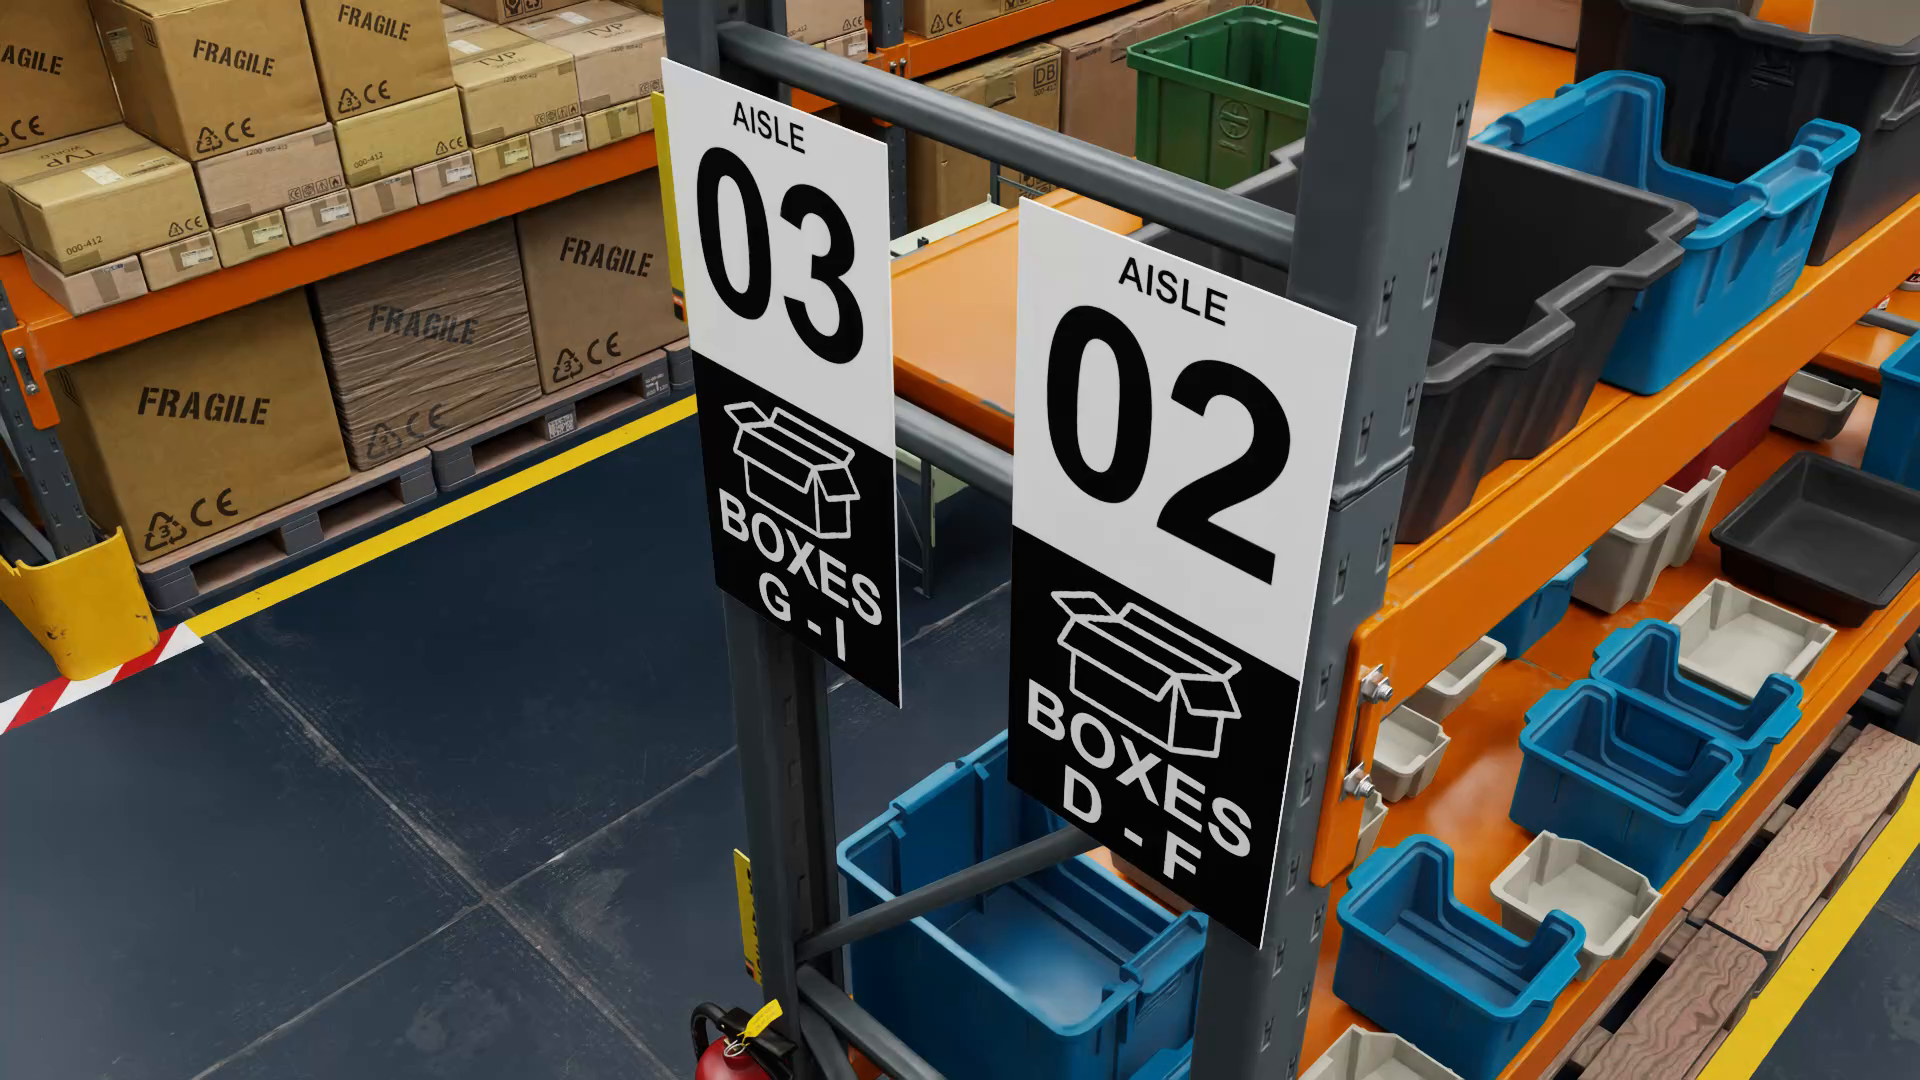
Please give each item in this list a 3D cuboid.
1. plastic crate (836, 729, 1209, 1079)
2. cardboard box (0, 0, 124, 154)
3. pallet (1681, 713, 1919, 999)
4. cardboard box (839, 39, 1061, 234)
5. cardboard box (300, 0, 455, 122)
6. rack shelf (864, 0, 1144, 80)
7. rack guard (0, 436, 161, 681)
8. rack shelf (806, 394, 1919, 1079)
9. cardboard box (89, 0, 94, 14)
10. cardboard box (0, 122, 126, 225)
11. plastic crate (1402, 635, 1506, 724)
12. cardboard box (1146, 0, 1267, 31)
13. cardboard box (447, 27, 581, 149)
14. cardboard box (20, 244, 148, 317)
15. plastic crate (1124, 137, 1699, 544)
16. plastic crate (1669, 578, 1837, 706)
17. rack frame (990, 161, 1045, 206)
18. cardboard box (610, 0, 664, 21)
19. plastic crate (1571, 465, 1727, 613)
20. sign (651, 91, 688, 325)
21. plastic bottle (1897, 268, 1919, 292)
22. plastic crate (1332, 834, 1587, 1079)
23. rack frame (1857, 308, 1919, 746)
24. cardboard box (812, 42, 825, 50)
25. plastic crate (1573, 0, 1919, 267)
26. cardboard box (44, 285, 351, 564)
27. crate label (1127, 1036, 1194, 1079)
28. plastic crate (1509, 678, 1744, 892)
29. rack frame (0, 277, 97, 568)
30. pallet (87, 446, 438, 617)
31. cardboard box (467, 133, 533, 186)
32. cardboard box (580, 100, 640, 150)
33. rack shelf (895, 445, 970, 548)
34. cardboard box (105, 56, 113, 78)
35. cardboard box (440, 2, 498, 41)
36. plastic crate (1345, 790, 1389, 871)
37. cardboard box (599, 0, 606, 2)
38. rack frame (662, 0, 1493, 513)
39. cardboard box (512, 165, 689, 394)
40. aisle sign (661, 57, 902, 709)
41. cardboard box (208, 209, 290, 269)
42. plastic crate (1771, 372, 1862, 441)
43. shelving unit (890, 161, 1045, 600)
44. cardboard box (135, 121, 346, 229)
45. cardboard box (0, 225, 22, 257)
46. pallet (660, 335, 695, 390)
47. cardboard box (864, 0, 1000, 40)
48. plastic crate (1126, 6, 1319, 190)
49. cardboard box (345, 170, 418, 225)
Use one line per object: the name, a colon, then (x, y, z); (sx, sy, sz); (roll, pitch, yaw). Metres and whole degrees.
plastic crate: (0.143, 0.727, 3.001); (0.616, 0.435, 0.499); (30, 45, 35)
cardboard box: (-3.318, -1.690, 5.767); (0.500, 0.500, 0.500); (-29, 44, -35)
pallet: (2.368, 0.812, 5.401); (1.003, 0.211, 1.213); (30, 45, 35)
cardboard box: (-0.220, -2.211, 8.788); (1.225, 0.875, 0.875); (30, 45, 35)
cardboard box: (-2.232, -1.888, 6.051); (0.500, 0.500, 0.500); (28, 44, 34)
rack shelf: (0.753, -3.159, 9.286); (1.077, 0.370, 4.000); (30, 45, 35)
rack guard: (-3.492, 0.017, 6.289); (1.175, 0.500, 0.348); (30, 45, 35)
rack shelf: (1.449, 0.461, 4.096); (1.077, 0.370, 4.000); (30, 45, 35)
cardboard box: (-5.412, -3.333, 10.512); (0.380, 0.149, 0.250); (28, 43, 34)
cardboard box: (-3.322, -1.383, 5.981); (0.500, 0.250, 0.500); (29, 44, 35)
plastic crate: (1.075, 0.295, 3.883); (0.298, 0.136, 0.250); (30, 45, 35)
cardboard box: (1.027, -2.936, 9.828); (1.225, 0.875, 0.875); (30, 45, 35)
cardboard box: (-1.863, -1.795, 6.573); (0.500, 0.250, 0.500); (29, 44, 34)
cardboard box: (-2.990, -0.926, 5.676); (0.250, 0.149, 0.380); (-29, 44, -35)
plastic crate: (0.509, -0.243, 1.968); (0.497, 0.269, 0.590); (30, 45, 35)
plastic crate: (1.845, 0.266, 3.925); (0.293, 0.136, 0.466); (30, 45, 35)
rack frame: (0.263, -0.766, 6.538); (0.400, 1.500, 0.023); (30, 45, 35)
cardboard box: (-1.144, -2.207, 7.163); (0.500, 0.250, 0.500); (-28, 44, -34)
plastic crate: (1.652, -0.076, 4.288); (0.437, 0.282, 0.530); (30, 45, 35)
sign: (-0.362, -0.425, 2.206); (0.100, 0.325, 0.005); (30, 45, 35)
plastic bottle: (3.266, -0.960, 5.678); (0.097, 0.201, 0.097); (0, 35, 0)
plastic crate: (0.912, 0.787, 3.093); (0.416, 0.233, 0.300); (30, 45, 35)
rack frame: (2.858, -0.646, 5.054); (1.000, 3.000, 0.127); (30, 45, 35)
cardboard box: (-0.820, -2.178, 7.471); (0.250, 0.149, 0.380); (-29, 44, -35)
plastic crate: (1.312, -0.736, 2.616); (0.504, 0.338, 0.767); (30, 45, 35)
cardboard box: (-3.081, -0.611, 6.494); (0.875, 0.875, 0.875); (30, 45, 35)
crate label: (0.448, 1.054, 2.710); (0.416, 0.233, 0.303); (30, 45, 35)
plastic crate: (1.375, 0.520, 3.476); (0.416, 0.233, 0.300); (30, 45, 35)
rack frame: (-3.475, -1.018, 5.588); (1.000, 3.000, 0.127); (30, 45, 35)
pallet: (-2.967, -0.231, 6.896); (1.003, 0.211, 1.213); (30, 45, 35)
cardboard box: (-1.908, -1.551, 6.572); (0.380, 0.149, 0.250); (28, 44, 34)
cardboard box: (-1.544, -1.762, 6.873); (0.380, 0.149, 0.250); (29, 44, 35)
rack shelf: (0.005, -0.350, 6.511); (0.431, 0.370, 0.720); (30, 45, 35)
cardboard box: (-5.293, -2.955, 10.230); (0.250, 0.149, 0.380); (-28, 43, -34)
cardboard box: (-2.241, -2.008, 6.878); (0.500, 0.250, 0.500); (30, 45, 35)
plastic crate: (0.701, 0.546, 3.524); (0.396, 0.136, 0.243); (30, 45, 35)
cardboard box: (-1.527, -2.418, 7.465); (0.500, 0.250, 0.500); (29, 44, 35)
rack frame: (0.040, -1.483, 1.010); (1.000, 3.000, 0.127); (30, 45, 35)
cardboard box: (-1.812, -1.342, 7.542); (0.875, 0.875, 0.875); (30, 45, 35)
aisle sign: (-0.219, -0.177, 2.109); (0.394, 0.787, 0.004); (30, 45, 35)
cardboard box: (-2.631, -1.135, 5.975); (0.380, 0.149, 0.250); (28, 44, 34)
plastic crate: (2.429, -0.431, 4.924); (0.396, 0.136, 0.243); (30, 45, 35)
shelving unit: (0.005, -0.618, 6.325); (0.431, 1.500, 0.755); (30, 45, 35)
cardboard box: (-2.583, -1.379, 5.976); (0.500, 0.250, 0.500); (29, 44, 35)
cardboard box: (-3.458, -1.193, 6.057); (0.250, 0.149, 0.380); (-29, 44, -35)
pallet: (-1.248, -1.221, 8.317); (1.003, 0.211, 1.213); (30, 45, 35)
cardboard box: (-0.155, -2.769, 8.011); (0.500, 0.500, 0.500); (-30, 45, -35)
plastic crate: (0.532, -0.681, 2.667); (0.450, 0.188, 0.336); (30, 45, 35)
cardboard box: (-2.268, -1.344, 6.275); (0.380, 0.149, 0.250); (29, 44, 34)
